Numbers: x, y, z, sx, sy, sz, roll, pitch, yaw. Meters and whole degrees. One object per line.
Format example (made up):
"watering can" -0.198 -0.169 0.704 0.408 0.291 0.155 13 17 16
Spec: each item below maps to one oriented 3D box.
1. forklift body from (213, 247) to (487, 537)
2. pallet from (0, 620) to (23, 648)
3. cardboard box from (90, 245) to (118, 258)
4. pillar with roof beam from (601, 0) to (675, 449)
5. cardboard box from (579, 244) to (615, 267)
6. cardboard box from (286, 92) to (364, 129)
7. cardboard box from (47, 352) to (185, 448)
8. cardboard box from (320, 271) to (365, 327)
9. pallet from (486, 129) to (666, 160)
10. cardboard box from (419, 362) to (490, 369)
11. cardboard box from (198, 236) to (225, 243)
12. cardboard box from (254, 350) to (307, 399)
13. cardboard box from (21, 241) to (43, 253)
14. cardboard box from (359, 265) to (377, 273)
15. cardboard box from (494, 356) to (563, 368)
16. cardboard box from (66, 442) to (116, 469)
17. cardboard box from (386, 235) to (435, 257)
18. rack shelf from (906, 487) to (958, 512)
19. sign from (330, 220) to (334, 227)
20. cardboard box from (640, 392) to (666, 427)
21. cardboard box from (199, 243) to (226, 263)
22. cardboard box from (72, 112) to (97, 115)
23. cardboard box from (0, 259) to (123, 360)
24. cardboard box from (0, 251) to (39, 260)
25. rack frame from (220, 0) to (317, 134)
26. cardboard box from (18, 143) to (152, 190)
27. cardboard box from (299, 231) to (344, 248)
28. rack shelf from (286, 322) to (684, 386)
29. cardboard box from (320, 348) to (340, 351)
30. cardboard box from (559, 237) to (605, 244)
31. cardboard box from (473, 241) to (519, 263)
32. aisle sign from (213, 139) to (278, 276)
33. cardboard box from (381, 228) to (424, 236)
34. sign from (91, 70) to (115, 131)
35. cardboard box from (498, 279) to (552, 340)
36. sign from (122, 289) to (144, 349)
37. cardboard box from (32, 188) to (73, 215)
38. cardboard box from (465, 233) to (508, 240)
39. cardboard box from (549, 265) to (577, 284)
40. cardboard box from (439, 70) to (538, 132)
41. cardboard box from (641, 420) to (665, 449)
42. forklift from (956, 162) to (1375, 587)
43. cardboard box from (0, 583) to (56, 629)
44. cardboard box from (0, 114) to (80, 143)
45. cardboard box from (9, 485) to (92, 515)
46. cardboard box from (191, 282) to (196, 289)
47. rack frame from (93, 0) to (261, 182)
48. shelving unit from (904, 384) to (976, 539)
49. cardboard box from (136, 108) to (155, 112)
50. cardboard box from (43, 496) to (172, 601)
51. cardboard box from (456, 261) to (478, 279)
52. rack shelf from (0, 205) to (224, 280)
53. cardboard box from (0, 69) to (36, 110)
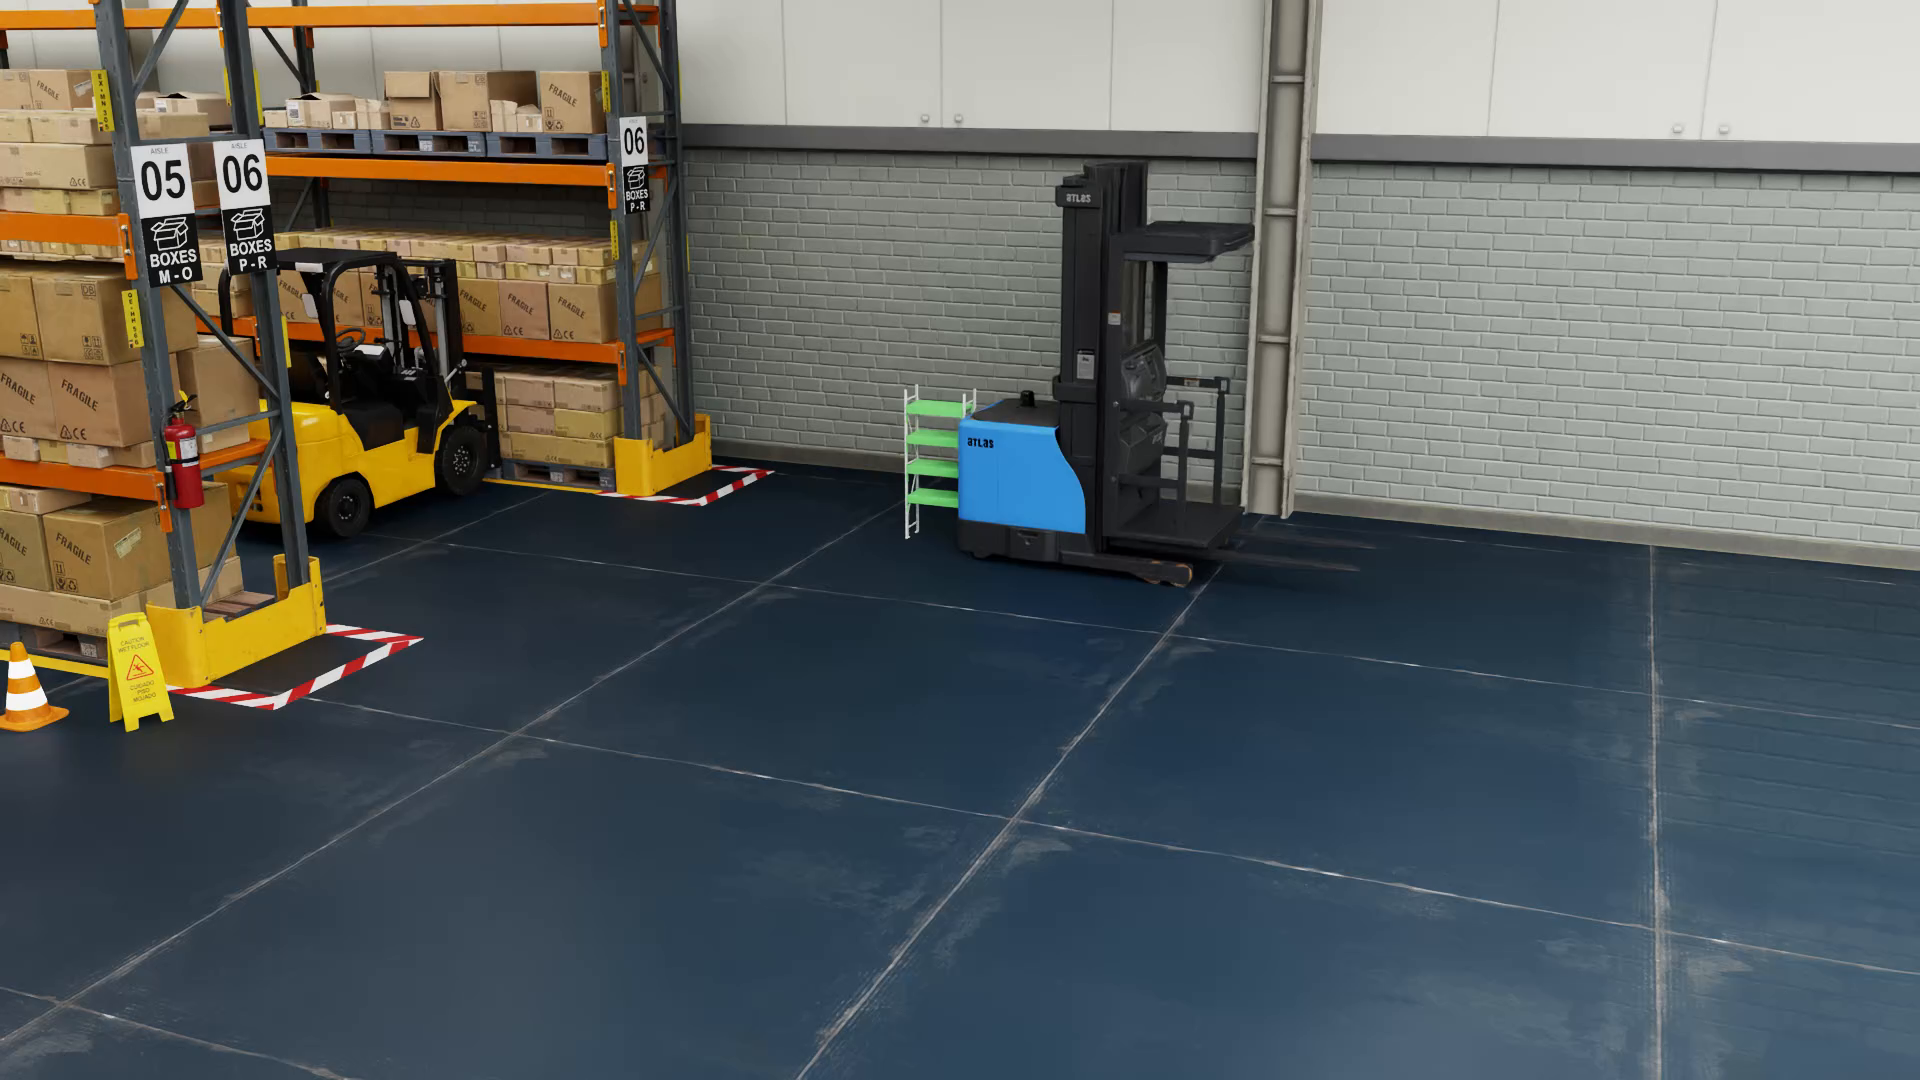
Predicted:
"forklift body" -5.117 -1.298 13.786 1.214 2.155 2.313 6 17 21
"pallet" -6.446 0.417 11.358 1.213 0.211 1.003 6 17 21
"cardboard box" -8.279 -2.861 16.305 0.250 0.149 0.380 6 17 19
"pillar with roof beam" -4.580 -4.054 10.998 0.400 9.000 9.100 6 17 21
"cardboard box" -3.094 -2.469 14.422 0.250 0.149 0.380 6 17 21
"cardboard box" -5.720 -3.893 15.050 0.500 0.311 0.500 7 17 22
"cardboard box" -5.108 -0.872 10.083 0.500 0.500 0.500 6 17 20
"cardboard box" -5.597 -2.280 15.467 0.500 0.500 0.500 7 17 22
"pallet" -3.332 -3.462 14.496 1.213 0.211 1.003 6 17 21
"cardboard box" -4.645 -1.466 15.227 0.500 0.250 0.500 6 17 20
"cardboard box" -7.361 -2.932 16.552 0.250 0.149 0.380 6 17 20
"cardboard box" -6.894 -1.505 16.485 0.625 0.625 0.875 7 18 23
"cardboard box" -9.192 -2.983 16.727 0.250 0.149 0.380 6 17 21
"cardboard box" -5.265 -2.535 15.184 0.250 0.149 0.380 6 17 20
"cardboard box" -3.989 -1.548 15.512 0.500 0.250 0.500 6 17 20
"cardboard box" -5.204 -0.556 10.160 0.250 0.149 0.380 6 17 20
"cardboard box" -4.990 -2.675 15.133 0.250 0.149 0.380 6 17 20
"rack shelf" -0.154 -0.301 13.149 0.480 0.148 0.258 6 17 21
"sign" -6.203 -2.992 16.404 0.005 0.325 0.100 6 17 21
"cardboard box" -3.045 -1.208 15.236 0.500 0.250 0.500 7 17 22
"cardboard box" -7.051 -2.752 15.931 0.250 0.149 0.380 6 17 20
"cardboard box" -5.208 -2.552 10.225 0.250 0.149 0.380 6 17 21
"cardboard box" -5.525 -1.417 10.169 0.500 0.500 0.700 6 17 21
"cardboard box" -9.337 -2.811 16.848 0.500 0.250 0.500 7 18 22
"rack frame" -6.405 -5.275 15.203 0.127 3.000 1.000 6 17 21
"cardboard box" -5.076 -2.191 9.695 0.500 0.250 0.500 6 17 20
"cardboard box" -5.934 -2.788 15.520 0.250 0.149 0.380 7 17 21
"rack shelf" -4.544 -1.844 15.434 4.000 0.370 1.077 6 17 21
"cardboard box" -5.876 -1.755 16.224 0.500 0.250 0.500 7 17 22
"cardboard box" -3.400 -2.636 14.996 0.250 0.149 0.380 7 17 22
"cardboard box" -4.076 -2.548 14.696 0.250 0.149 0.380 7 18 22
"aisle sign" -4.330 -2.019 10.086 0.004 0.787 0.394 6 17 21
"cardboard box" -5.272 -2.872 15.811 0.250 0.149 0.380 6 17 20
"sign" -4.724 -2.421 9.163 0.005 0.325 0.100 6 17 21
"cardboard box" -3.717 -2.070 14.745 0.500 0.500 0.500 7 18 22
"sign" -4.724 -1.263 9.499 0.005 0.325 0.100 6 17 21
"cardboard box" -5.180 -1.998 9.745 0.250 0.149 0.380 6 17 21
"cardboard box" -4.346 -2.742 15.363 0.250 0.149 0.380 6 17 21
"cardboard box" -3.358 -2.325 14.460 0.250 0.149 0.380 7 17 22
"cardboard box" -4.101 -3.836 14.513 0.500 0.500 0.700 6 17 21
"cardboard box" -3.069 -0.967 15.302 0.500 0.250 0.500 6 17 21
"forklift" 1.535 -1.234 12.169 3.031 2.935 1.130 7 18 23
"cardboard box" -5.831 0.354 10.753 0.500 0.250 0.500 6 17 21
"cardboard box" -5.394 -2.415 9.753 0.250 0.149 0.380 6 17 20
"cardboard box" -5.709 -0.284 10.442 0.250 0.149 0.380 7 18 22
"cardboard box" -7.437 -2.596 16.110 0.500 0.250 0.500 6 17 19
"rack frame" -4.502 -3.578 9.357 0.127 3.000 1.000 6 17 21
"shelving unit" -0.154 -0.593 13.065 0.503 1.200 0.258 6 17 21
"cardboard box" -7.539 -3.997 15.699 0.250 0.149 0.380 6 17 20
"cardboard box" -5.343 0.048 10.463 0.500 0.500 0.500 6 17 21
"cardboard box" -4.311 -2.432 14.827 0.250 0.149 0.380 6 17 21
"rack shelf" -6.362 -1.996 10.581 4.000 0.370 1.077 6 17 21
"cardboard box" -9.035 -4.378 16.382 0.500 0.500 0.700 6 17 20
